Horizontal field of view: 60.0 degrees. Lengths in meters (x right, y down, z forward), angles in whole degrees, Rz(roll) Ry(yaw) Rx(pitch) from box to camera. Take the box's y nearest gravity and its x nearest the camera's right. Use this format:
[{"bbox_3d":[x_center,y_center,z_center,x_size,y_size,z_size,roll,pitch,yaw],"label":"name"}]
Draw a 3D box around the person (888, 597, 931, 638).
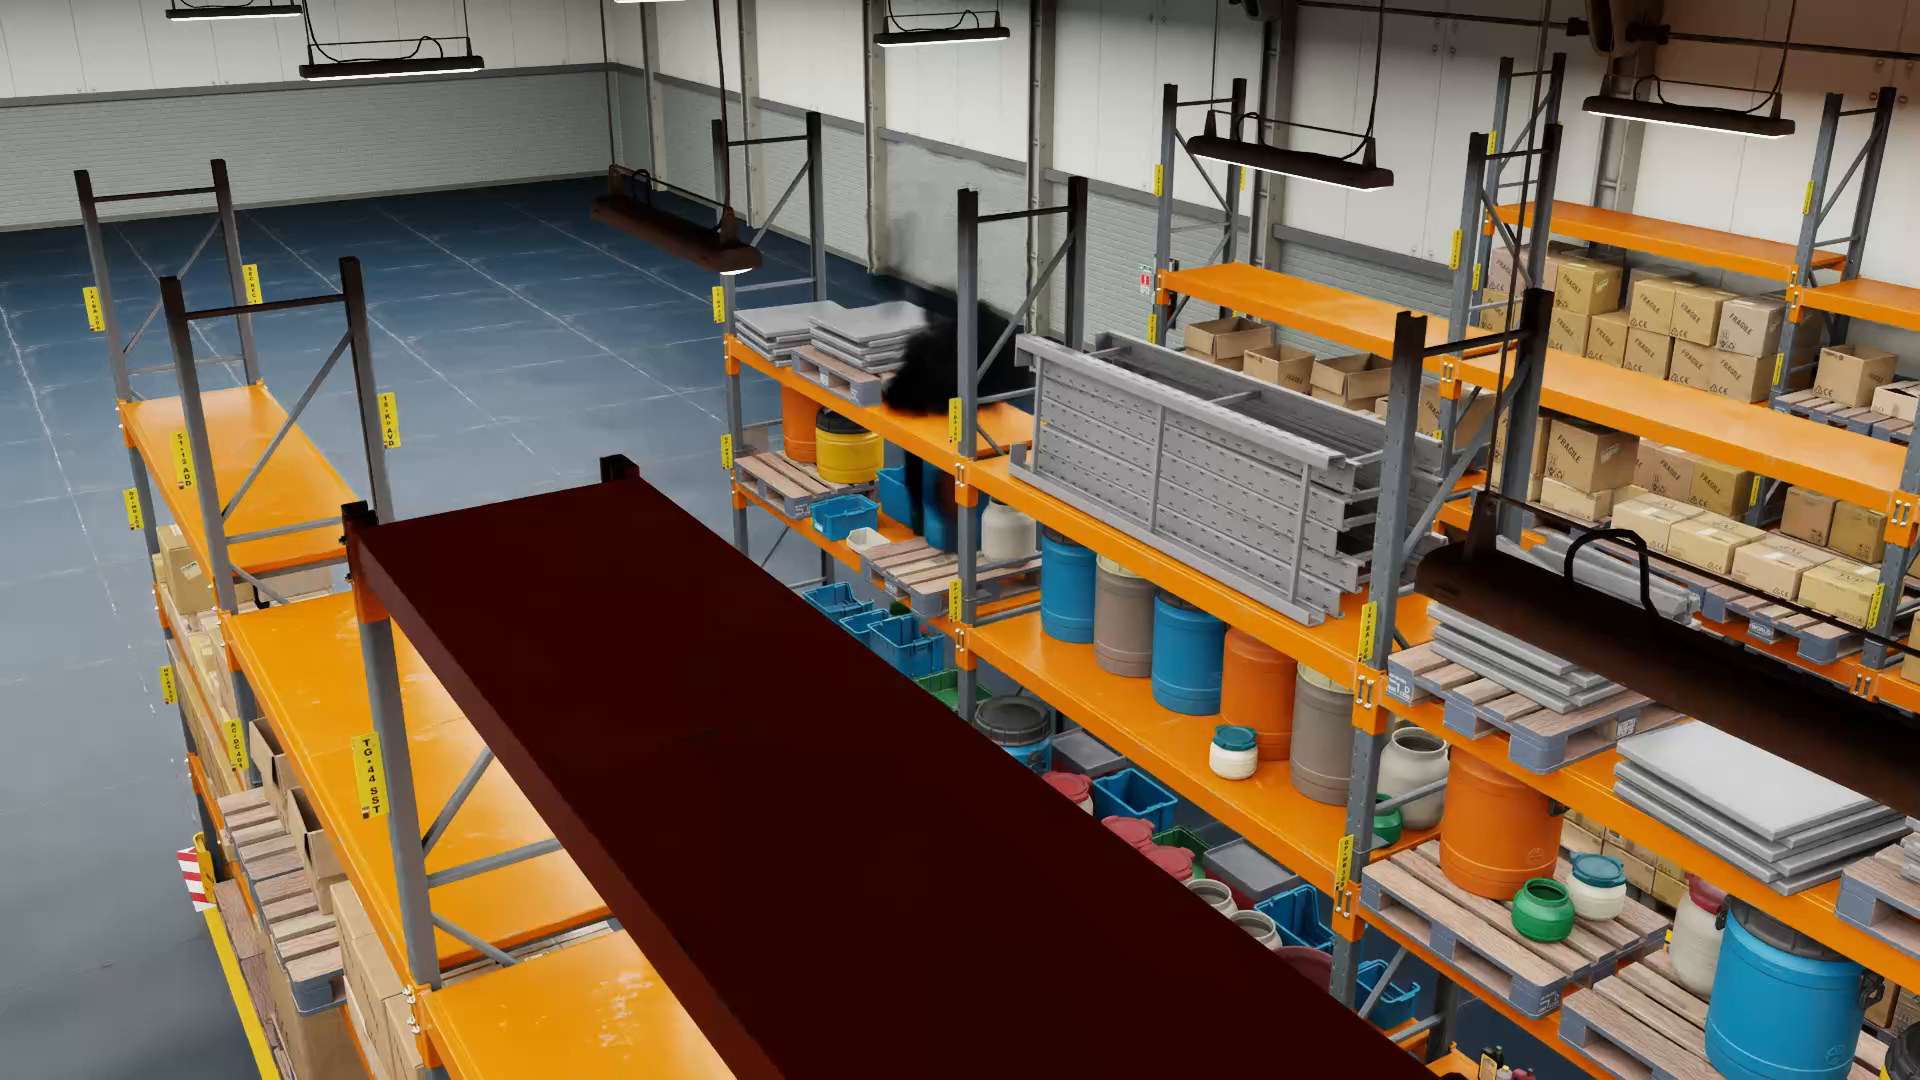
[{"bbox_3d":[-0.494,0.503,17.027,0.698,1.786,0.684,-18,28,-37],"label":"person"}]
